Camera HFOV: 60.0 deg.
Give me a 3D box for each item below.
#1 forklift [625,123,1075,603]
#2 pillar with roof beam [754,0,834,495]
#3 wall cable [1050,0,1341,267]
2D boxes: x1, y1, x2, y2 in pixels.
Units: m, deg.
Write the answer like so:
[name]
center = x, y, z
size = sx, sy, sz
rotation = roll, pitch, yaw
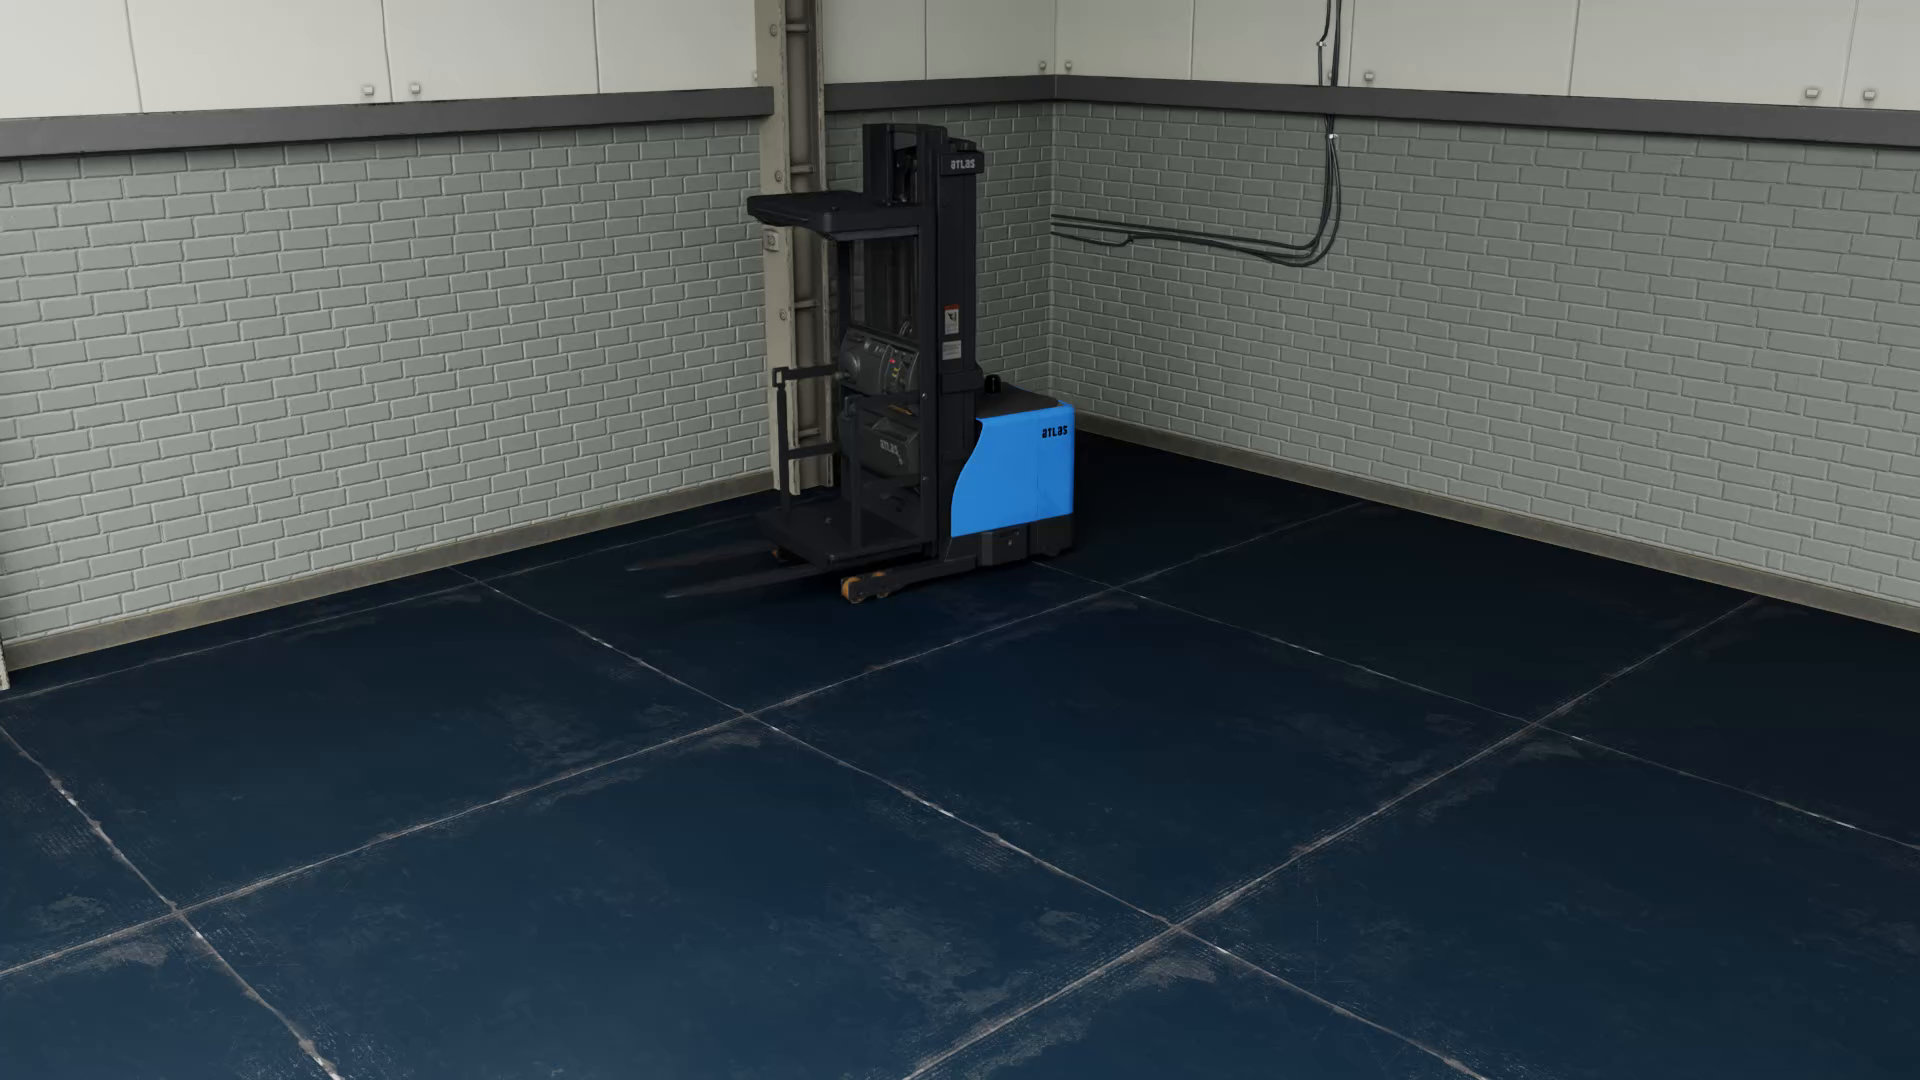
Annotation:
[forklift]
center = -0.710, -1.172, 10.847
size = 3.031, 2.935, 1.130
rotation = -11, 21, -31
[pillar with roof beam]
center = 1.701, -3.743, 8.939
size = 0.400, 9.000, 9.100
rotation = -16, 24, -41
[wall cable]
center = 1.792, -3.559, 13.405
size = 0.112, 2.526, 3.097
rotation = -16, 24, -41
